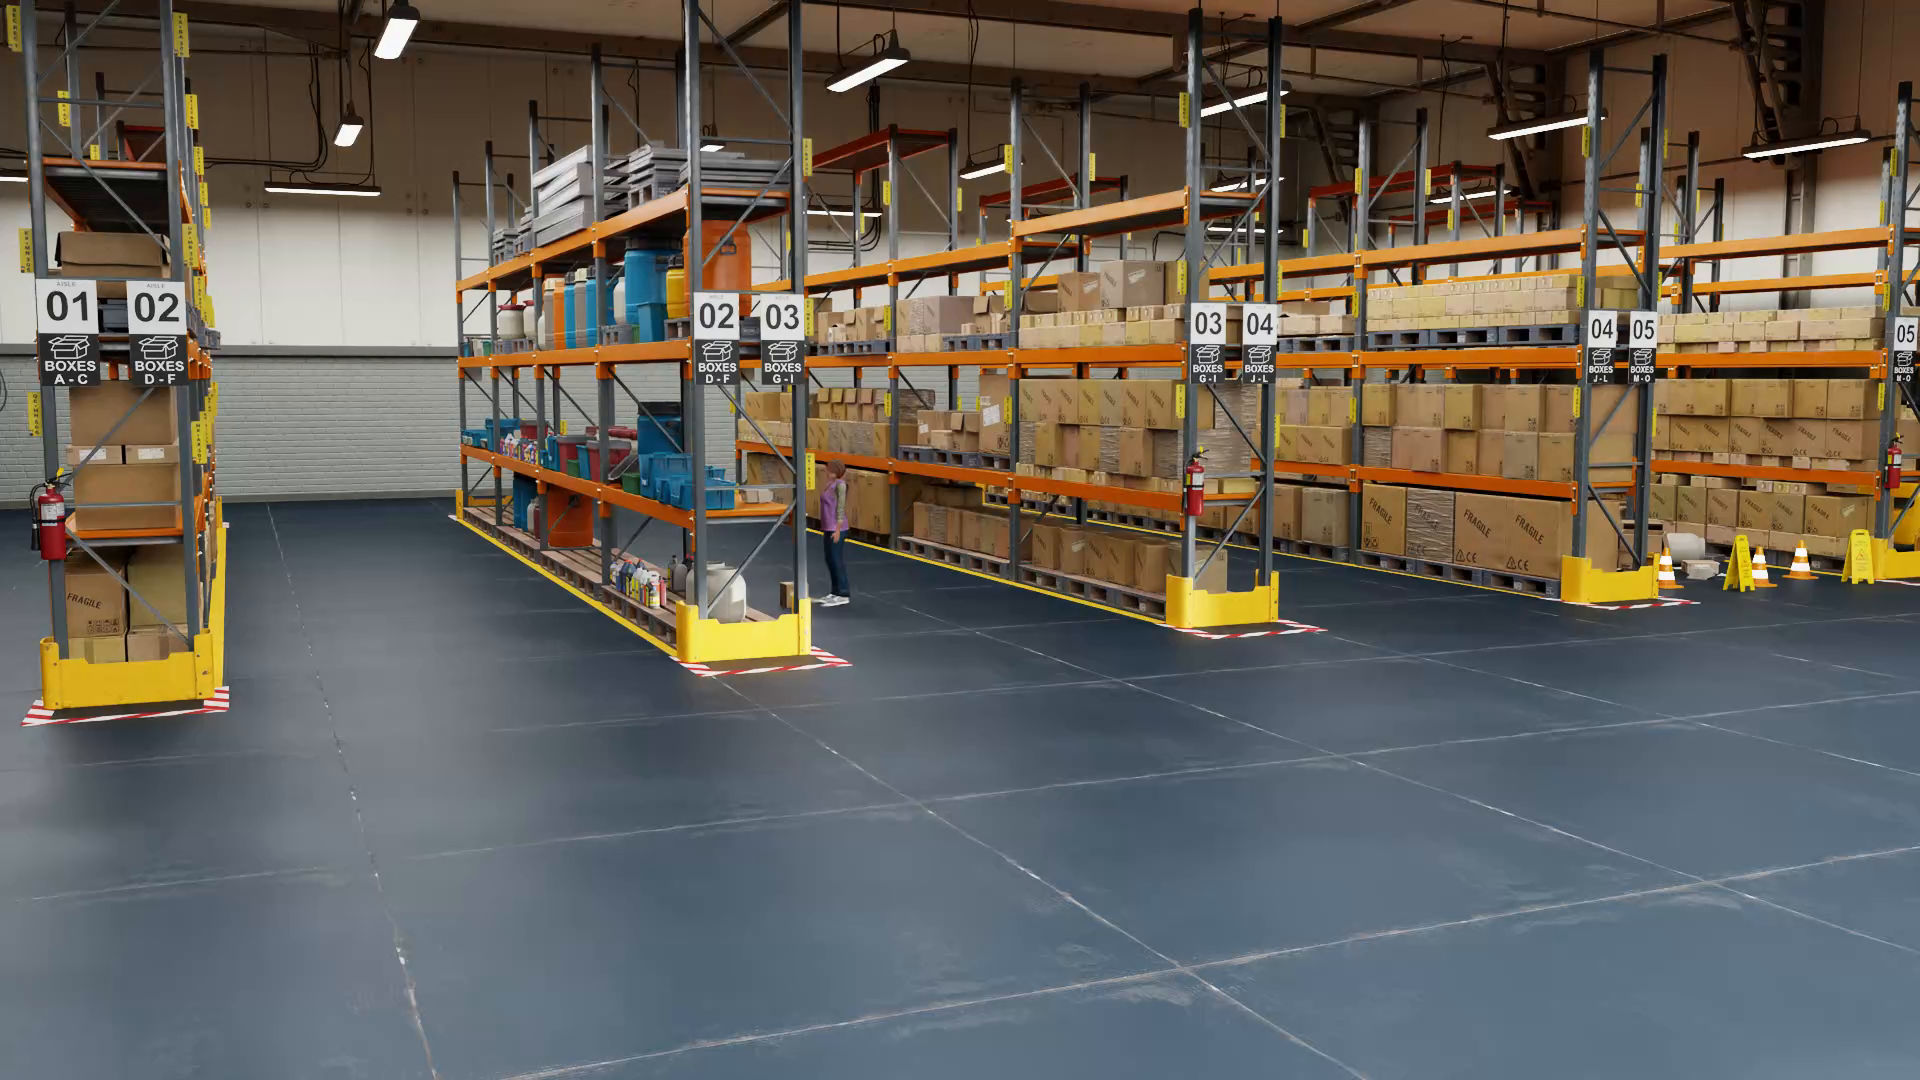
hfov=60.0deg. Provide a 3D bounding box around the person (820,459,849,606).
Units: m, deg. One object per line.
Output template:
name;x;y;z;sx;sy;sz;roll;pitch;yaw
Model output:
person;-1.367;-0.091;18.159;0.281;1.598;0.405;-2;6;-22
